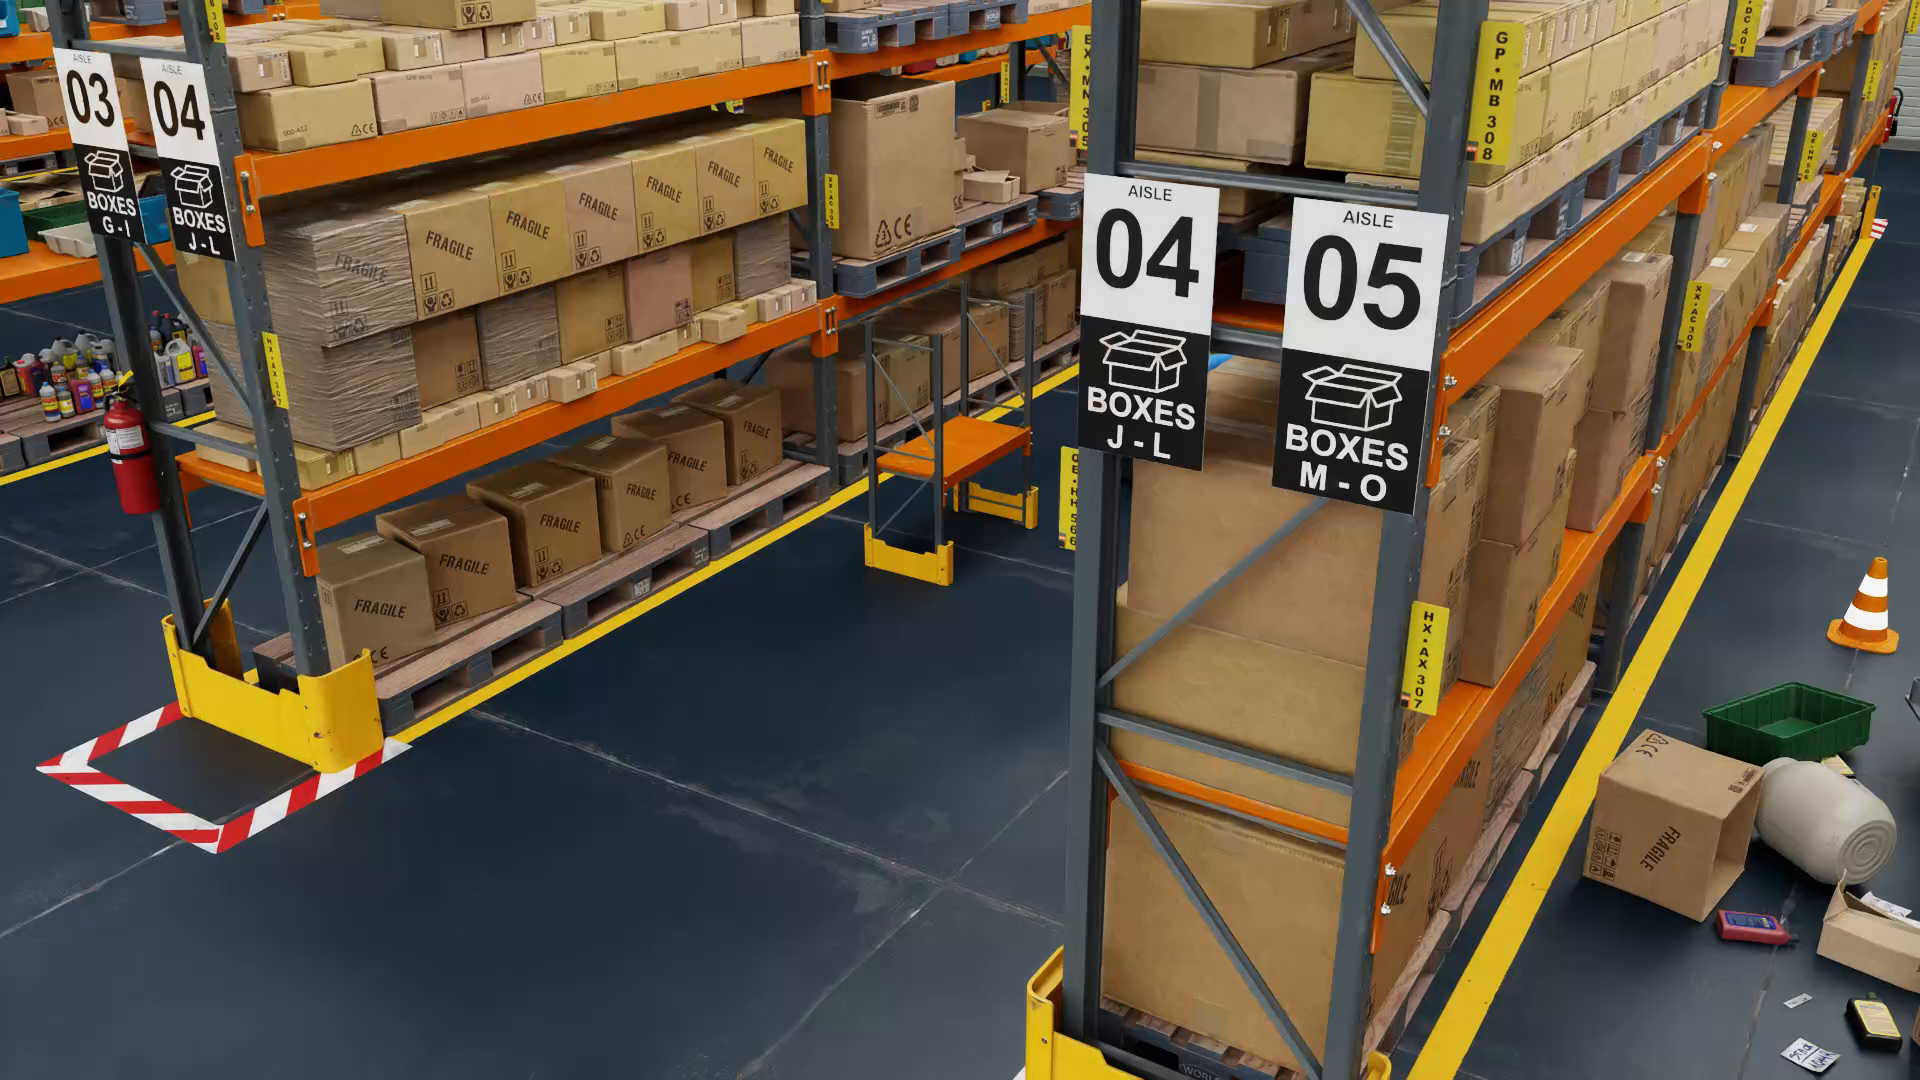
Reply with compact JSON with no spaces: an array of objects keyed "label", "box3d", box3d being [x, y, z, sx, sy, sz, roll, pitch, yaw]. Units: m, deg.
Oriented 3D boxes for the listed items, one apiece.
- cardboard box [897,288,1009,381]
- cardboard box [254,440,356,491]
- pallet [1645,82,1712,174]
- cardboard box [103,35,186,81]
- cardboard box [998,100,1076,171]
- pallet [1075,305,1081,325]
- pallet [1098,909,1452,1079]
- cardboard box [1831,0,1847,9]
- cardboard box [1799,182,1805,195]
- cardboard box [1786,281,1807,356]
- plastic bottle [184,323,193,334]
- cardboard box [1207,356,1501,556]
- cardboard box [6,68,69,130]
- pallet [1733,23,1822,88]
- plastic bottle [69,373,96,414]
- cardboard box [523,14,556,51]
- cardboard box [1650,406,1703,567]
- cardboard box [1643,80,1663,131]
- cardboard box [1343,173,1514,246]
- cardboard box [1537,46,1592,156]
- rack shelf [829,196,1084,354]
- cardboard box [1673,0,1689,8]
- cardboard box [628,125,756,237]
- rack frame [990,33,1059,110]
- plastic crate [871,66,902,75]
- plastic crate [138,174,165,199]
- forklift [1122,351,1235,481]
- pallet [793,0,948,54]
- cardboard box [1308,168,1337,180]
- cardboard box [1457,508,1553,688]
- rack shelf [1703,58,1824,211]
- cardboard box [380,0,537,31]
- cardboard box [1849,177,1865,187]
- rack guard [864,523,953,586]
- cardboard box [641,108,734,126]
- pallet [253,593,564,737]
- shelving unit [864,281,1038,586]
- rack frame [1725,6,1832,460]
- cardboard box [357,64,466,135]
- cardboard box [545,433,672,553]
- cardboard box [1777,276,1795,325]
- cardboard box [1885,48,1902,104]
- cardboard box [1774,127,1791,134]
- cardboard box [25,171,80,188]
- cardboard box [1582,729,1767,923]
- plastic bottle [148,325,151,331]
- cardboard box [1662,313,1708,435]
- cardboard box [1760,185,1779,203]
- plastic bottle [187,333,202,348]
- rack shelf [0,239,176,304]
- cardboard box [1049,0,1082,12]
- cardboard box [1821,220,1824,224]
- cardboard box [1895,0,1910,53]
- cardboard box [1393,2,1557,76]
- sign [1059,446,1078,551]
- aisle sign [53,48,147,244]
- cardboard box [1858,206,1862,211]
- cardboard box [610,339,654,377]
[{"label":"cardboard box","box3d":[-0.053,-1.576,12.708,0.700,0.500,0.500,16,28,33]},{"label":"cardboard box","box3d":[-3.009,-0.365,7.634,0.380,0.149,0.250,14,27,29]},{"label":"pallet","box3d":[2.468,-1.773,6.905,1.003,0.211,1.213,14,27,29]},{"label":"cardboard box","box3d":[-3.480,-2.084,7.200,0.380,0.149,0.250,14,27,29]},{"label":"cardboard box","box3d":[0.608,-3.182,13.171,0.500,0.500,0.500,10,25,23]},{"label":"pallet","box3d":[1.338,-2.105,14.847,1.003,0.211,1.213,14,27,29]},{"label":"pallet","box3d":[1.154,1.633,6.213,1.003,0.211,1.213,14,27,29]},{"label":"cardboard box","box3d":[5.546,-3.620,10.935,0.500,0.500,0.500,14,27,29]},{"label":"cardboard box","box3d":[6.124,-2.695,12.487,0.380,0.149,0.250,14,27,30]},{"label":"cardboard box","box3d":[6.407,-1.809,13.270,0.500,0.500,0.500,13,27,28]},{"label":"plastic bottle","box3d":[-6.056,-1.625,13.093,0.061,0.283,0.133,14,27,29]},{"label":"cardboard box","box3d":[1.239,-0.247,5.497,0.875,0.550,0.550,14,27,29]},{"label":"cardboard box","box3d":[-8.969,-4.341,16.376,0.500,0.500,0.500,16,28,33]},{"label":"pallet","box3d":[4.137,-2.744,9.275,1.003,0.211,1.213,15,28,31]},{"label":"plastic bottle","box3d":[-6.213,-1.047,11.757,0.061,0.283,0.133,14,27,30]},{"label":"cardboard box","box3d":[-2.213,-2.495,8.149,0.380,0.149,0.250,14,27,28]},{"label":"cardboard box","box3d":[3.672,-0.424,9.757,1.050,0.750,0.750,14,27,29]},{"label":"cardboard box","box3d":[2.318,-1.590,6.034,0.380,0.149,0.250,14,27,28]},{"label":"cardboard box","box3d":[1.252,-0.909,4.460,0.380,0.149,0.250,14,27,29]},{"label":"cardboard box","box3d":[1.538,-1.324,4.917,0.500,0.250,0.500,13,27,28]},{"label":"rack shelf","box3d":[-0.197,-2.129,12.298,1.077,0.370,4.000,14,27,29]},{"label":"cardboard box","box3d":[2.453,-2.044,6.079,0.380,0.149,0.250,14,27,29]},{"label":"cardboard box","box3d":[-1.518,-2.047,9.444,0.500,0.500,0.500,14,27,29]},{"label":"rack frame","box3d":[0.870,-6.872,22.349,1.000,3.000,0.127,14,27,29]},{"label":"plastic crate","box3d":[-0.873,-5.556,19.565,0.396,0.136,0.243,14,27,29]},{"label":"plastic crate","box3d":[-5.844,-2.644,12.659,0.767,0.338,0.504,14,27,29]},{"label":"forklift","box3d":[2.515,-1.916,10.987,3.031,2.935,1.130,-13,27,-27]},{"label":"pallet","box3d":[-0.835,-3.261,10.467,1.213,0.211,1.003,14,27,29]},{"label":"cardboard box","box3d":[0.955,-1.215,5.168,0.380,0.149,0.250,14,27,30]},{"label":"cardboard box","box3d":[1.630,0.083,6.094,0.875,0.550,0.550,14,27,29]},{"label":"rack shelf","box3d":[3.964,-2.432,9.222,1.077,0.370,4.000,14,27,29]},{"label":"cardboard box","box3d":[-2.349,-2.667,7.730,0.500,0.500,0.500,14,27,29]},{"label":"cardboard box","box3d":[9.175,-3.687,17.301,0.380,0.149,0.250,14,27,30]},{"label":"rack guard","box3d":[-0.303,0.079,9.753,0.587,0.250,0.087,14,27,29]},{"label":"cardboard box","box3d":[-1.705,-2.327,10.090,0.500,0.500,0.500,14,27,29]},{"label":"pallet","box3d":[-2.863,0.553,8.707,1.003,0.211,1.213,14,27,29]},{"label":"shelving unit","box3d":[-0.040,-0.663,9.893,0.587,1.500,1.083,14,27,29]},{"label":"rack frame","box3d":[5.019,-2.061,11.235,1.000,3.000,0.127,14,27,29]},{"label":"cardboard box","box3d":[-2.621,-2.026,7.567,0.500,0.250,0.500,13,27,28]},{"label":"cardboard box","box3d":[-2.053,-0.282,9.744,0.500,0.500,0.500,11,26,24]},{"label":"cardboard box","box3d":[5.856,-1.804,12.315,0.500,0.250,0.500,13,27,28]},{"label":"cardboard box","box3d":[9.220,-4.738,16.918,0.500,0.500,0.500,14,27,30]},{"label":"cardboard box","box3d":[6.119,-2.971,12.375,0.380,0.149,0.250,15,27,31]},{"label":"cardboard box","box3d":[-9.161,-3.591,16.997,0.500,0.311,0.500,14,27,29]},{"label":"cardboard box","box3d":[2.962,1.174,6.905,0.500,0.500,0.500,20,30,38]},{"label":"plastic bottle","box3d":[-6.337,-1.559,12.857,0.144,0.351,0.185,13,26,27]},{"label":"cardboard box","box3d":[3.415,-0.878,8.376,0.500,0.500,0.500,14,27,30]},{"label":"cardboard box","box3d":[5.444,-2.396,11.422,0.380,0.149,0.250,15,28,31]},{"label":"plastic bottle","box3d":[-5.795,-1.454,12.708,0.152,0.276,0.135,14,27,29]},{"label":"rack shelf","box3d":[-6.514,-1.817,11.577,1.077,0.370,4.000,14,27,29]},{"label":"cardboard box","box3d":[0.566,-4.060,12.266,0.500,0.250,0.500,14,27,29]},{"label":"cardboard box","box3d":[7.892,-2.910,15.508,0.380,0.149,0.250,13,27,28]},{"label":"cardboard box","box3d":[9.209,-5.196,16.717,0.500,0.500,0.500,13,27,28]},{"label":"cardboard box","box3d":[1.378,-1.357,4.491,0.380,0.149,0.250,14,27,29]},{"label":"sign","box3d":[0.345,-0.119,4.994,0.100,0.325,0.005,14,27,29]},{"label":"aisle sign","box3d":[-3.649,-1.669,7.058,0.394,0.787,0.004,14,27,29]},{"label":"cardboard box","box3d":[9.203,-3.544,17.346,0.380,0.149,0.250,13,27,28]},{"label":"cardboard box","box3d":[-1.919,-1.032,9.173,0.380,0.149,0.250,14,27,29]}]
